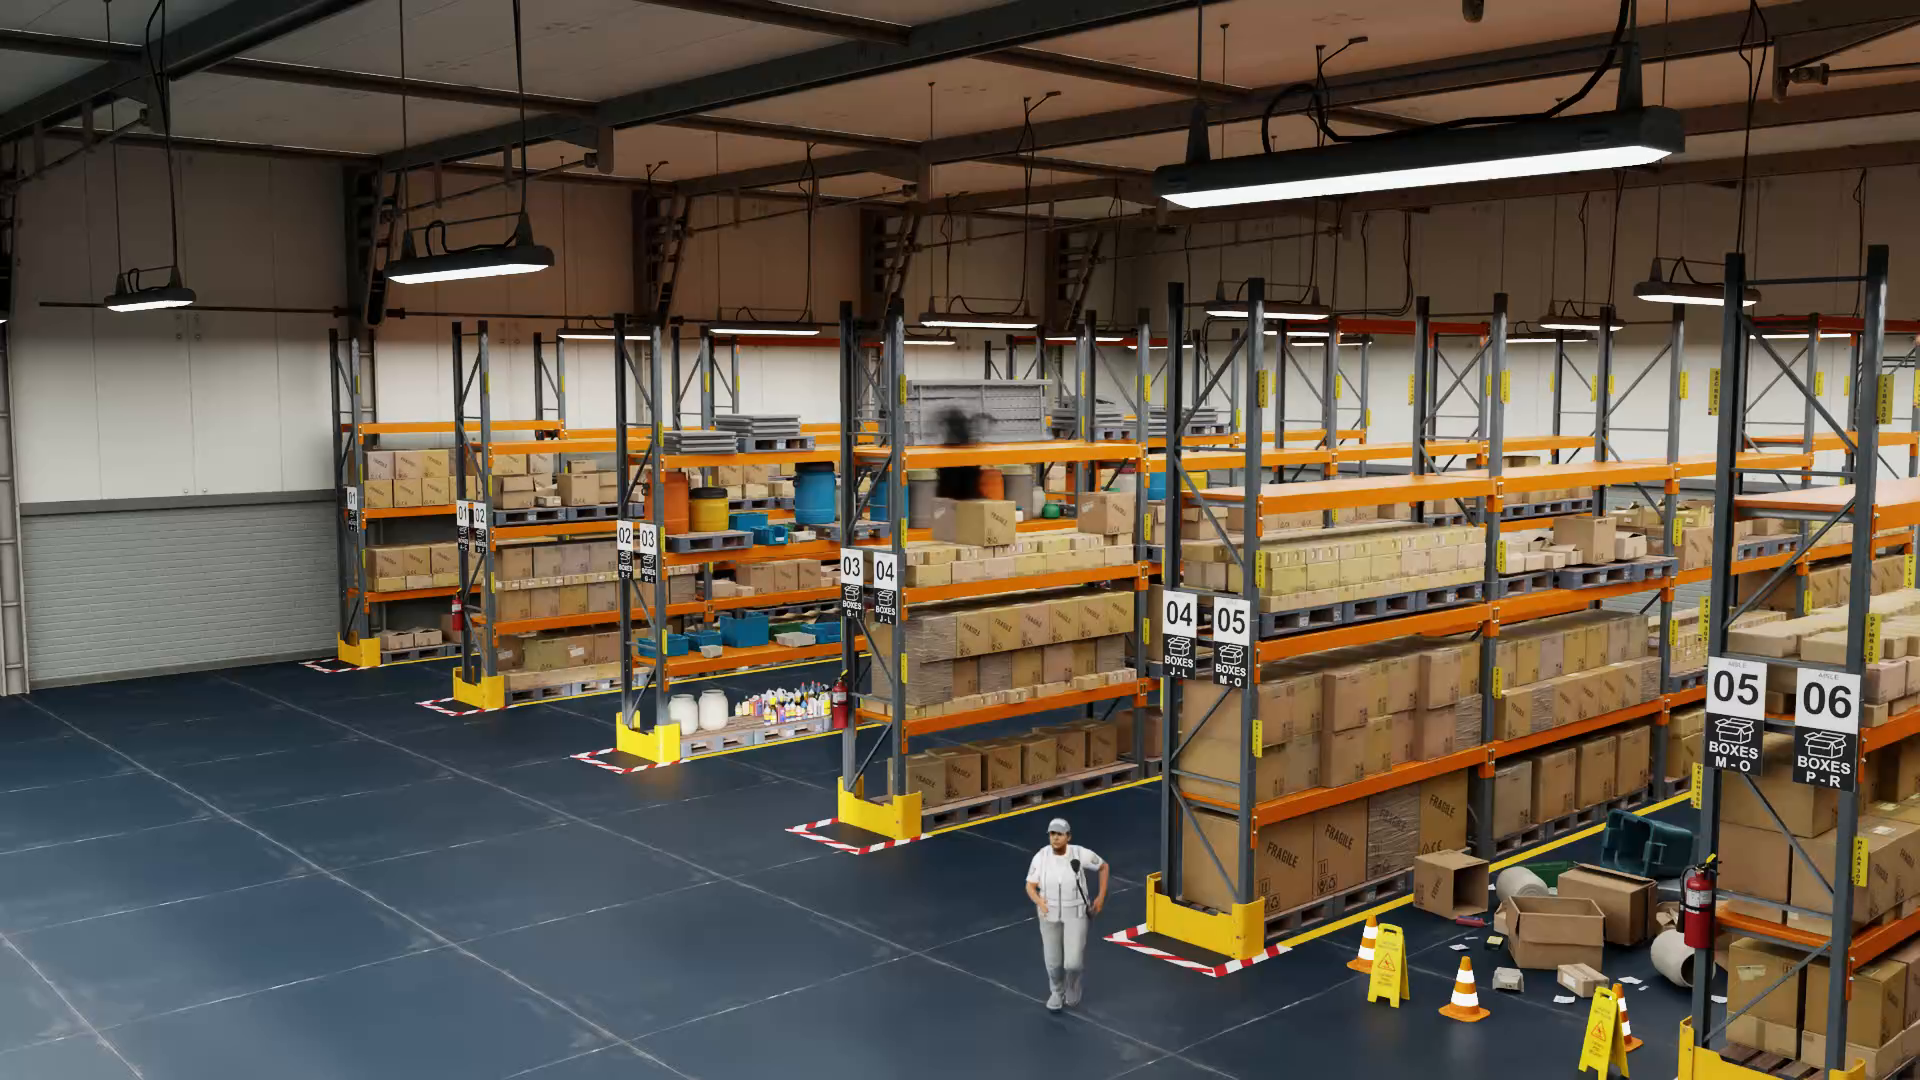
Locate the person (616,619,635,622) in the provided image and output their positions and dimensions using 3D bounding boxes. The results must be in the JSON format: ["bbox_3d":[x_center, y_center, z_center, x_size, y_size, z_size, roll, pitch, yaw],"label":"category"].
[{"bbox_3d":[-5.930,1.431,29.682,0.578,1.641,0.782,4,7,37],"label":"person"}]

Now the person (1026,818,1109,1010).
[{"bbox_3d":[0.843,3.030,13.333,0.634,1.625,0.732,1,6,14],"label":"person"}]
